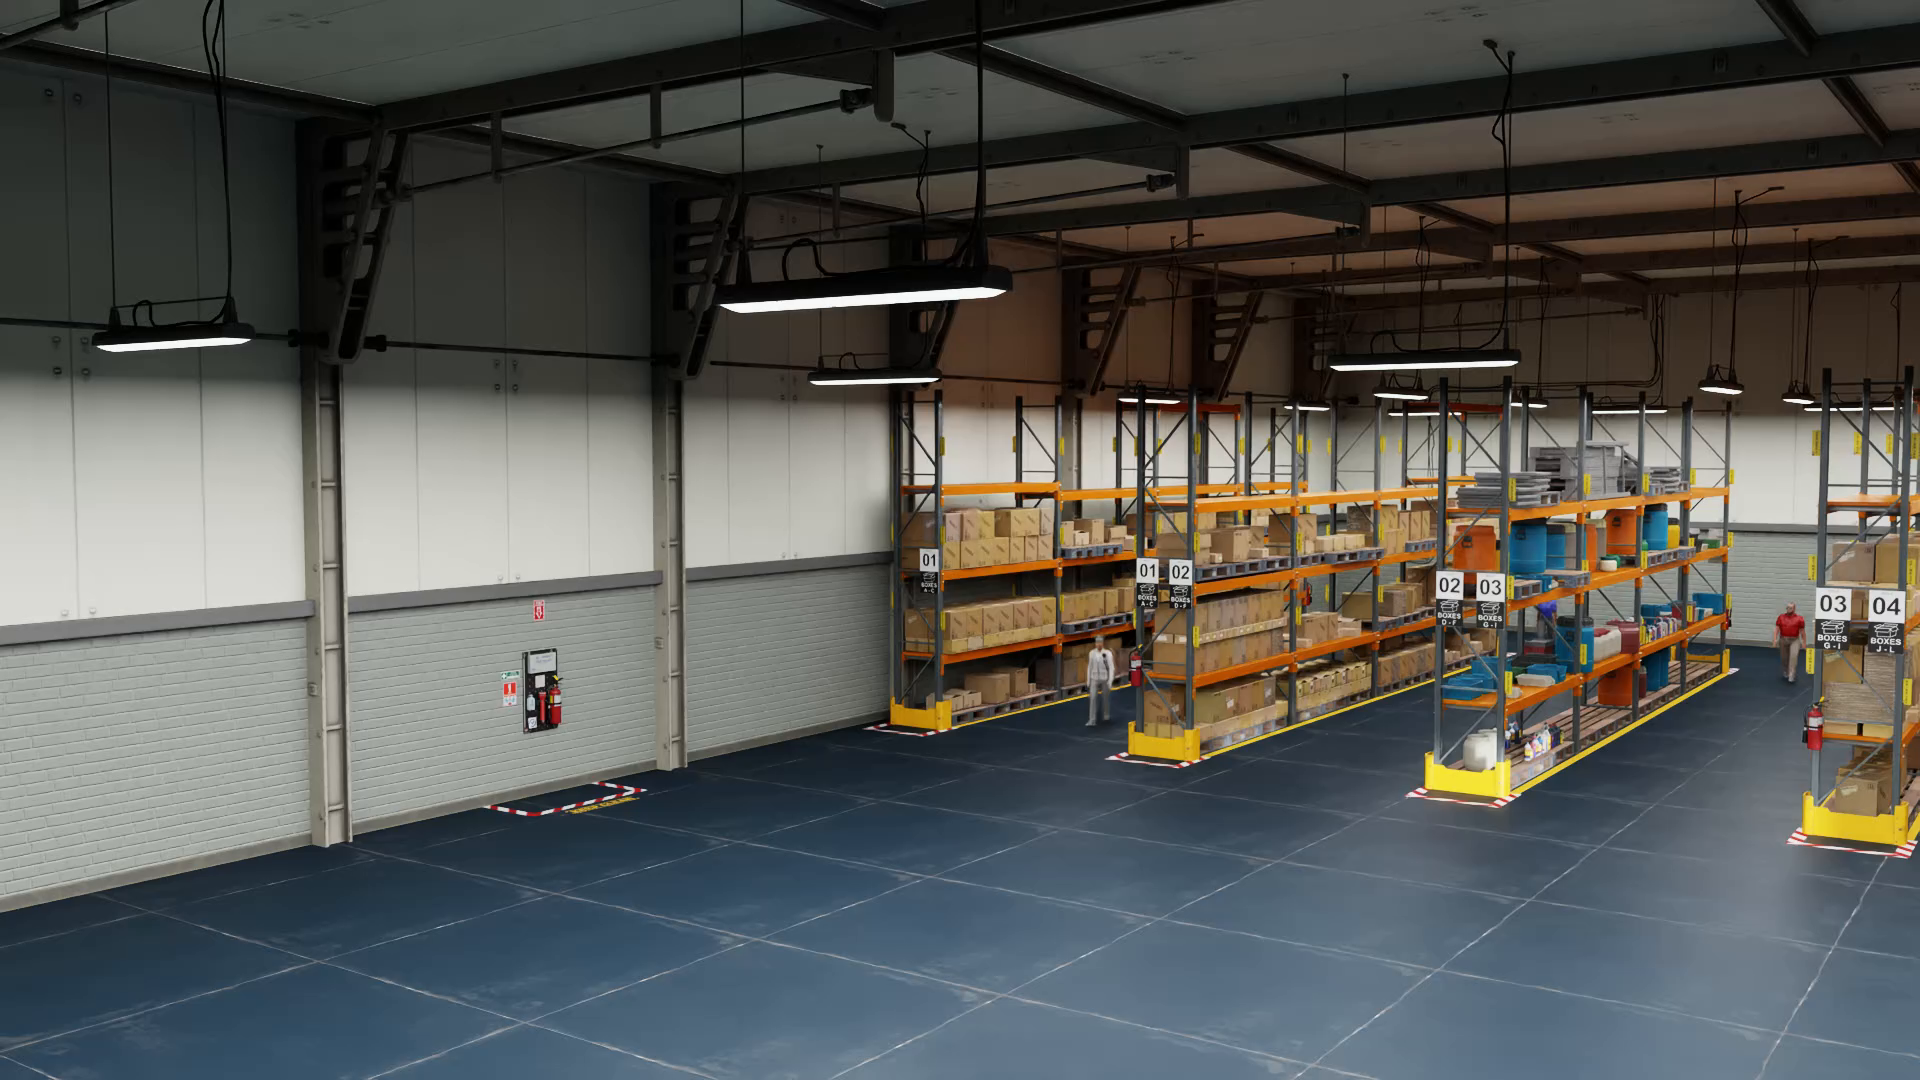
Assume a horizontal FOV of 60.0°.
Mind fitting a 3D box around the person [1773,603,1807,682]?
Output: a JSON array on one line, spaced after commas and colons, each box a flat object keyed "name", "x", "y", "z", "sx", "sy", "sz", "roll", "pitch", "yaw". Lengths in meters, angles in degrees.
[{"name": "person", "x": 17.666, "y": 2.164, "z": 35.409, "sx": 0.628, "sy": 1.664, "sz": 1.099, "roll": 2, "pitch": 4, "yaw": 32}]

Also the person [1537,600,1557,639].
[{"name": "person", "x": 13.932, "y": 1.962, "z": 39.506, "sx": 0.476, "sy": 1.585, "sz": 1.046, "roll": 2, "pitch": 4, "yaw": 26}]

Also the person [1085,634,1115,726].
[{"name": "person", "x": 2.503, "y": 2.489, "z": 29.757, "sx": 0.541, "sy": 1.616, "sz": 1.042, "roll": 1, "pitch": 3, "yaw": 16}]
